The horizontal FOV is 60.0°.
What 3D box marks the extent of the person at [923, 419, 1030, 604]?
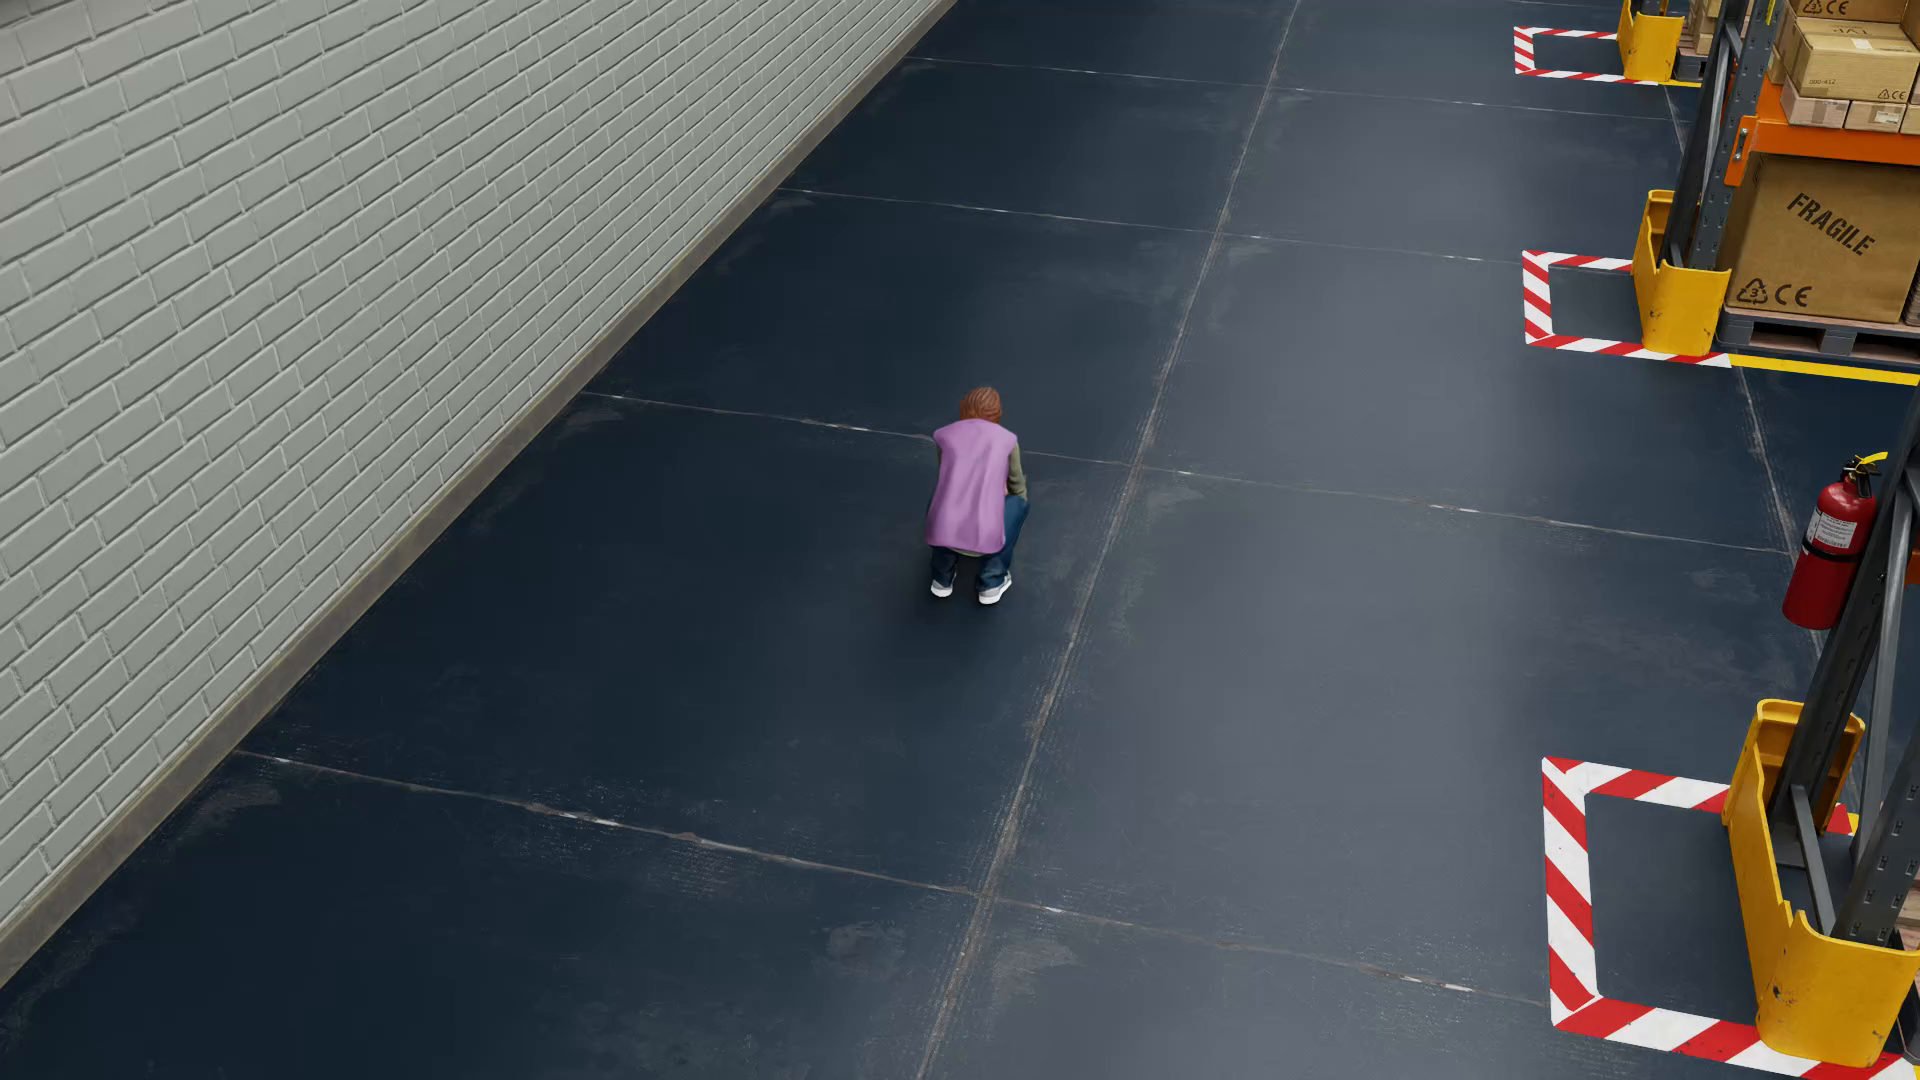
[{"bbox_3d":[0.052,-0.121,7.156,0.438,0.701,0.684,8,34,12],"label":"person"}]
